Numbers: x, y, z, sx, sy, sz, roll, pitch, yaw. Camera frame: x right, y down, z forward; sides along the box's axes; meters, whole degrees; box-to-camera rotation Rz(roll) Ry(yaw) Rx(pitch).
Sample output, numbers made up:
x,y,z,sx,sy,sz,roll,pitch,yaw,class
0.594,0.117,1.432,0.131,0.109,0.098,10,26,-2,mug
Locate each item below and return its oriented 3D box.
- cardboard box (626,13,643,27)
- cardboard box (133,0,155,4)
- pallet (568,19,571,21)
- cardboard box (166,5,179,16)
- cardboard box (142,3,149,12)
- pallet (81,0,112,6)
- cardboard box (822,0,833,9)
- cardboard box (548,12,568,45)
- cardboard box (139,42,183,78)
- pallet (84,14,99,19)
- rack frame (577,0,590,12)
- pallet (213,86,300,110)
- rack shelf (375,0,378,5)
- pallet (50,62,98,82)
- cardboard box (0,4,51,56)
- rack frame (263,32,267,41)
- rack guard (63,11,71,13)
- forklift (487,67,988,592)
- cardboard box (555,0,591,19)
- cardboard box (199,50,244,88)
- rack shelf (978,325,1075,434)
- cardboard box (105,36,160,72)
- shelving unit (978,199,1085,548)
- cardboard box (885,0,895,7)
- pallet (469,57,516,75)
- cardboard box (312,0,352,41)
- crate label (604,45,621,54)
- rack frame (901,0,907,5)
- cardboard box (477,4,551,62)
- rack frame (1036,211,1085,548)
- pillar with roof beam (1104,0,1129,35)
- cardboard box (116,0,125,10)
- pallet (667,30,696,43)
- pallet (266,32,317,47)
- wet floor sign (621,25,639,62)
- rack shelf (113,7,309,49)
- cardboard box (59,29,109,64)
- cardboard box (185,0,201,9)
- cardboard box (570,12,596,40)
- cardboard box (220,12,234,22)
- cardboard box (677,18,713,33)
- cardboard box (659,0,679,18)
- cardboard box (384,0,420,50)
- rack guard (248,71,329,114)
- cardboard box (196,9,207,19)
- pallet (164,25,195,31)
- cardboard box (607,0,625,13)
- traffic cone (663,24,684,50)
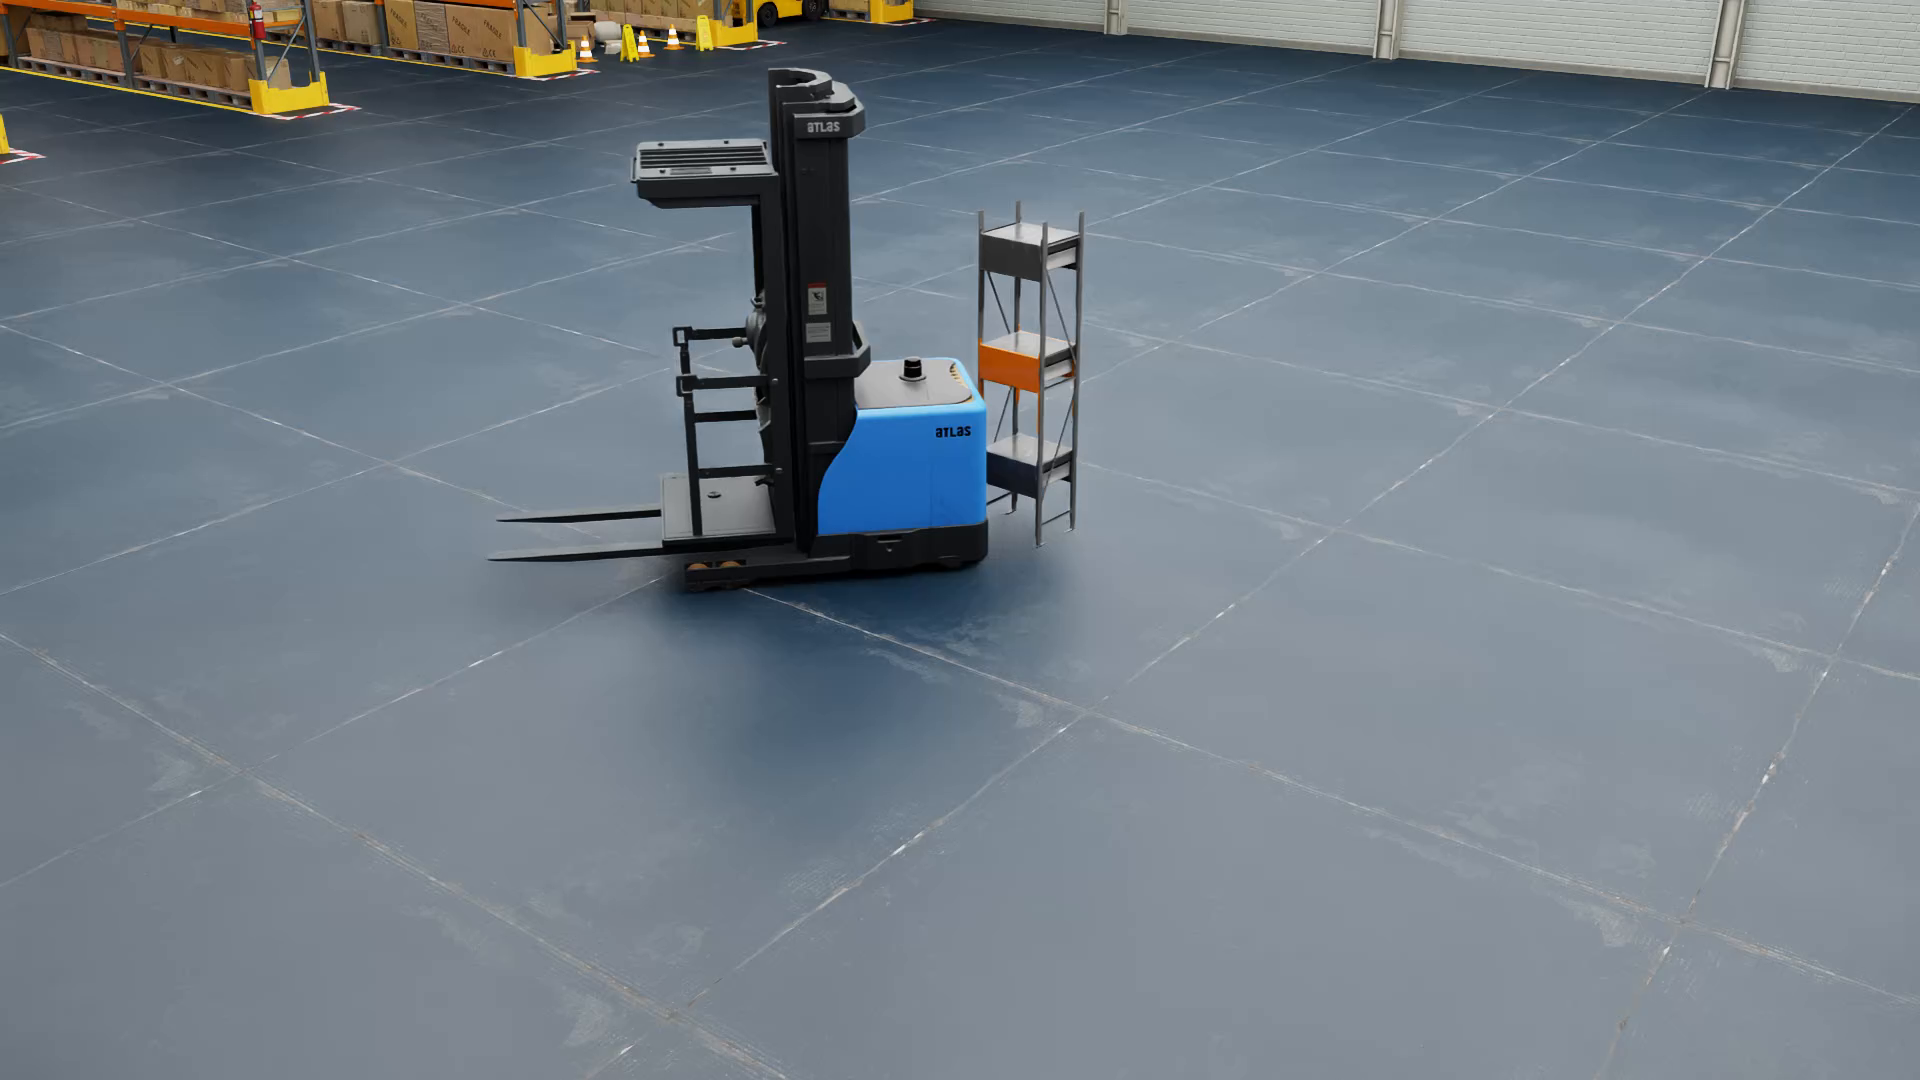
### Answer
x,y,z,sx,sy,sz,roll,pitch,yaw,class
-6.533,-10.758,34.336,0.500,0.250,0.500,16,29,33,cardboard box
-12.945,-9.030,27.032,0.500,0.500,0.875,17,29,33,cardboard box
-8.327,-11.219,35.950,1.213,0.211,1.003,17,29,33,pallet
-12.447,-8.487,26.604,0.250,0.149,0.380,17,29,33,cardboard box
-13.041,-8.672,27.024,0.250,0.149,0.380,17,29,33,cardboard box
-14.171,-9.254,28.270,1.213,0.211,1.003,17,29,33,pallet
-2.881,-12.135,37.461,0.500,0.250,0.500,17,29,34,cardboard box
-8.180,-10.091,32.860,0.503,0.637,0.797,17,29,33,cardboard box
-13.351,-8.048,27.876,0.500,0.500,0.500,16,28,32,cardboard box
-19.504,-12.085,37.916,1.213,0.211,1.003,17,29,33,pallet
-7.704,-12.307,34.962,0.127,3.000,1.000,17,29,33,rack frame
-11.136,-7.093,26.585,1.213,0.211,1.003,17,29,33,pallet
-12.192,-10.840,32.524,4.000,0.370,1.077,17,29,33,rack shelf
-15.251,-8.316,29.363,1.213,0.211,1.003,17,29,33,pallet
-17.388,-9.470,30.638,0.875,0.875,1.225,15,28,31,cardboard box
-13.792,-11.653,33.477,0.127,3.000,1.000,17,29,33,rack frame
-20.133,-12.425,38.330,0.348,0.500,1.175,17,29,33,rack guard
-1.391,-1.260,9.974,3.031,2.935,1.130,-4,24,-9,forklift
-8.125,-11.423,35.693,0.625,0.372,0.950,17,29,34,cardboard box
-11.924,-7.638,26.945,0.500,0.500,0.500,20,31,38,cardboard box
0.433,-1.021,10.497,0.480,0.518,0.431,19,30,36,rack shelf
-14.125,-8.322,28.473,0.500,0.500,0.700,14,28,29,cardboard box
0.433,-1.033,10.491,0.503,2.100,0.431,19,30,36,shelving unit
-1.805,-12.058,37.286,0.500,0.250,0.500,17,29,34,cardboard box
-8.077,-8.610,30.030,1.213,0.211,1.003,17,29,33,pallet
-11.912,-10.204,32.458,0.750,0.750,1.050,17,29,33,cardboard box
-6.681,-9.447,32.022,0.298,0.136,0.250,3,24,6,crate label
-1.529,-12.942,36.403,0.127,3.000,1.000,17,29,33,rack frame
-7.973,-9.081,29.754,0.875,0.875,0.875,17,29,34,cardboard box
0.620,-0.970,10.348,0.015,2.100,0.400,19,30,36,rack frame
0.674,-13.307,29.790,0.400,9.000,9.100,17,29,33,pillar with roof beam
-13.655,-8.846,27.417,0.250,0.149,0.380,17,29,33,cardboard box
-5.193,-10.290,33.842,1.213,0.211,1.003,17,29,33,pallet
-13.207,-10.162,33.551,1.213,0.211,1.003,17,29,33,pallet
-6.180,-9.273,30.995,0.232,0.644,0.267,12,26,24,wet floor sign
-12.047,-8.297,26.752,4.000,0.370,1.077,17,29,33,rack shelf
-15.390,-8.714,29.361,0.500,0.500,0.700,20,31,38,cardboard box
-11.716,-8.683,26.244,0.500,0.500,0.875,17,29,33,cardboard box
-7.662,-10.466,33.881,0.500,0.500,0.500,-5,24,-12,cardboard box
-11.229,-8.134,25.803,0.250,0.149,0.380,17,29,33,cardboard box
-5.330,-10.388,33.496,0.500,0.250,0.500,17,29,33,cardboard box
-5.720,-10.851,33.618,0.500,0.500,0.500,18,30,35,cardboard box
-10.130,-9.731,31.229,0.875,0.875,0.875,17,29,34,cardboard box
-10.507,-7.017,26.055,0.348,0.500,1.175,17,29,33,rack guard
-11.808,-8.327,26.240,0.250,0.149,0.380,17,29,33,cardboard box
-16.369,-11.156,35.808,1.213,0.211,1.003,17,29,33,pallet
-6.958,-11.229,34.474,0.500,0.500,0.500,18,30,35,cardboard box
-5.621,-9.867,32.569,0.334,0.463,0.336,17,29,33,traffic cone
